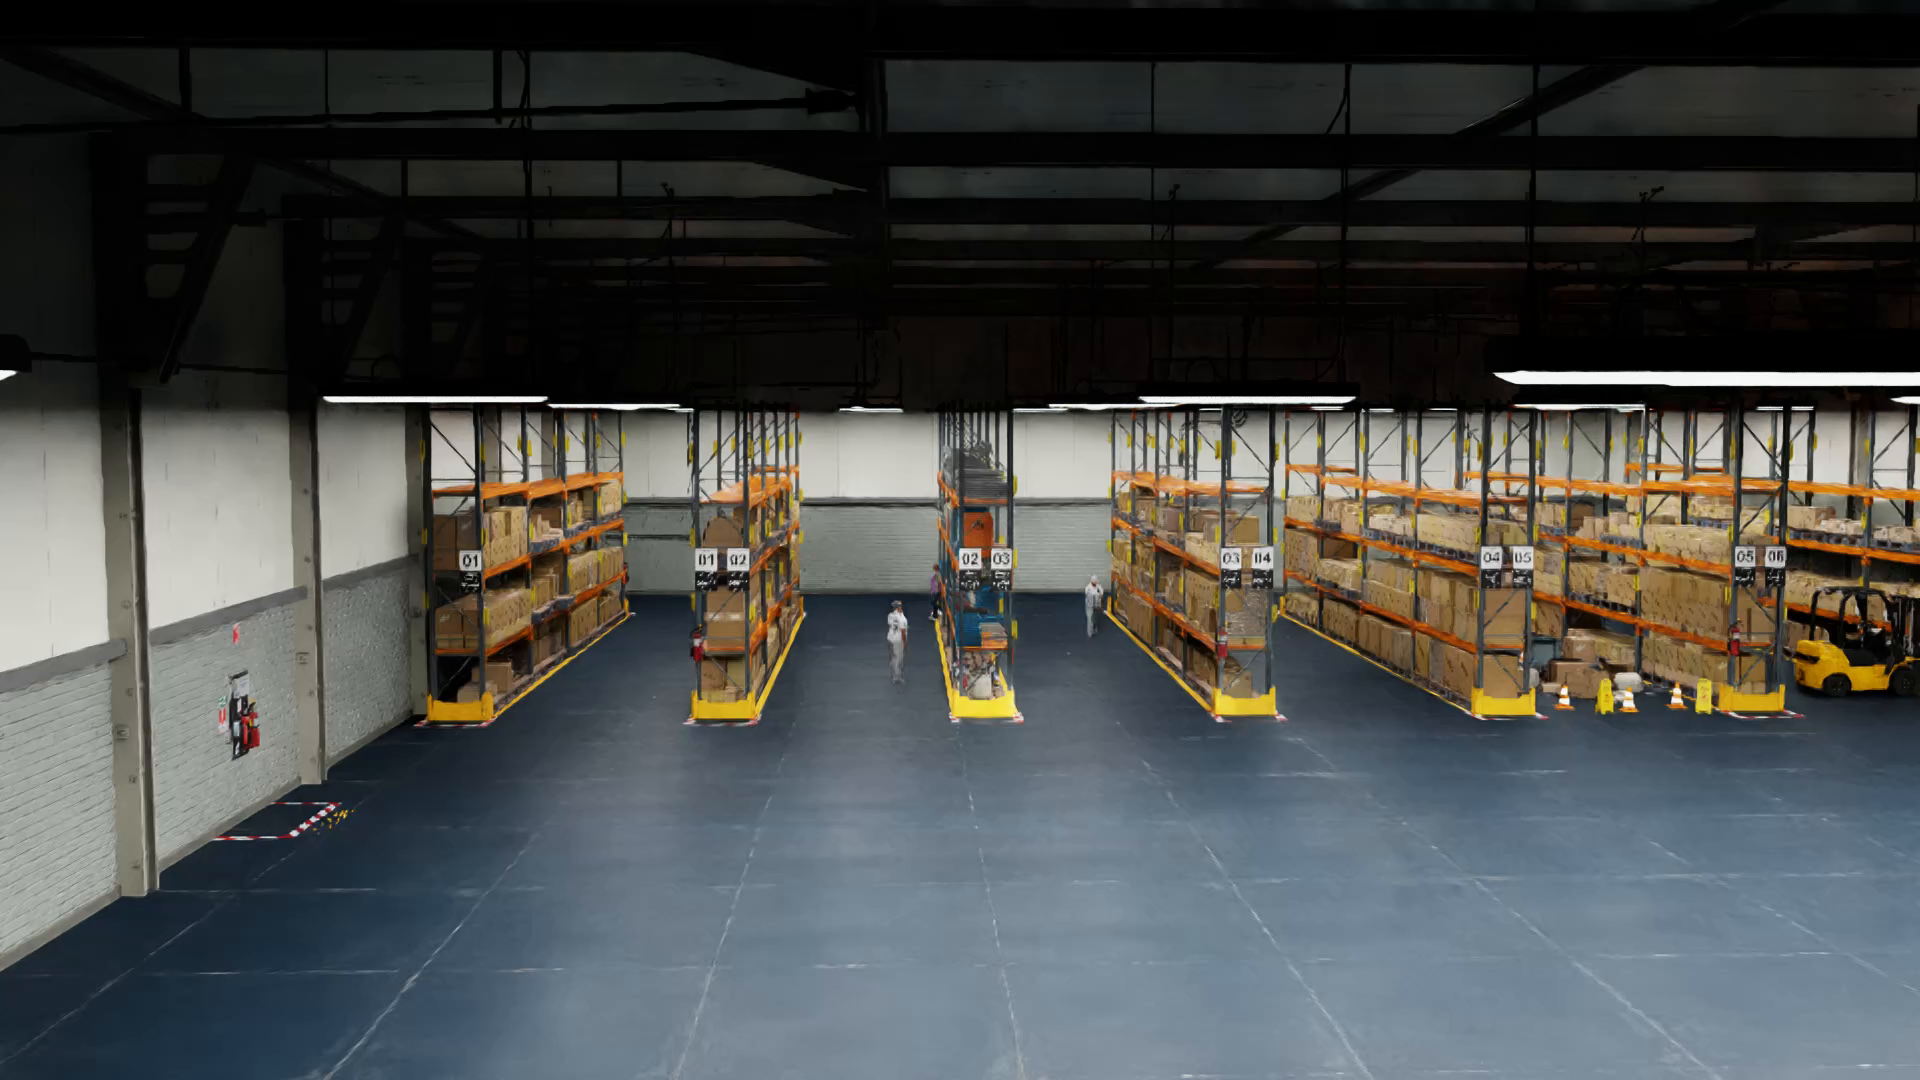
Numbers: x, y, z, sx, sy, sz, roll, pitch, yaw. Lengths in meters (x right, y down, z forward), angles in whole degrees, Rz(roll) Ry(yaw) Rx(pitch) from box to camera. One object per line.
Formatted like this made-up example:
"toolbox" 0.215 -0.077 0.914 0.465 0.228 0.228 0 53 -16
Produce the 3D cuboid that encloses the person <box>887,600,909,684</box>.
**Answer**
"person" -1.290 2.150 35.349 0.476 1.758 0.593 -3 5 -34

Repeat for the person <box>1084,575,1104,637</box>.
"person" 3.449 1.677 42.711 0.481 1.583 1.093 0 4 -4

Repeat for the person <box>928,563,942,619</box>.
"person" -0.653 1.431 46.084 0.457 1.591 0.529 0 4 -4
